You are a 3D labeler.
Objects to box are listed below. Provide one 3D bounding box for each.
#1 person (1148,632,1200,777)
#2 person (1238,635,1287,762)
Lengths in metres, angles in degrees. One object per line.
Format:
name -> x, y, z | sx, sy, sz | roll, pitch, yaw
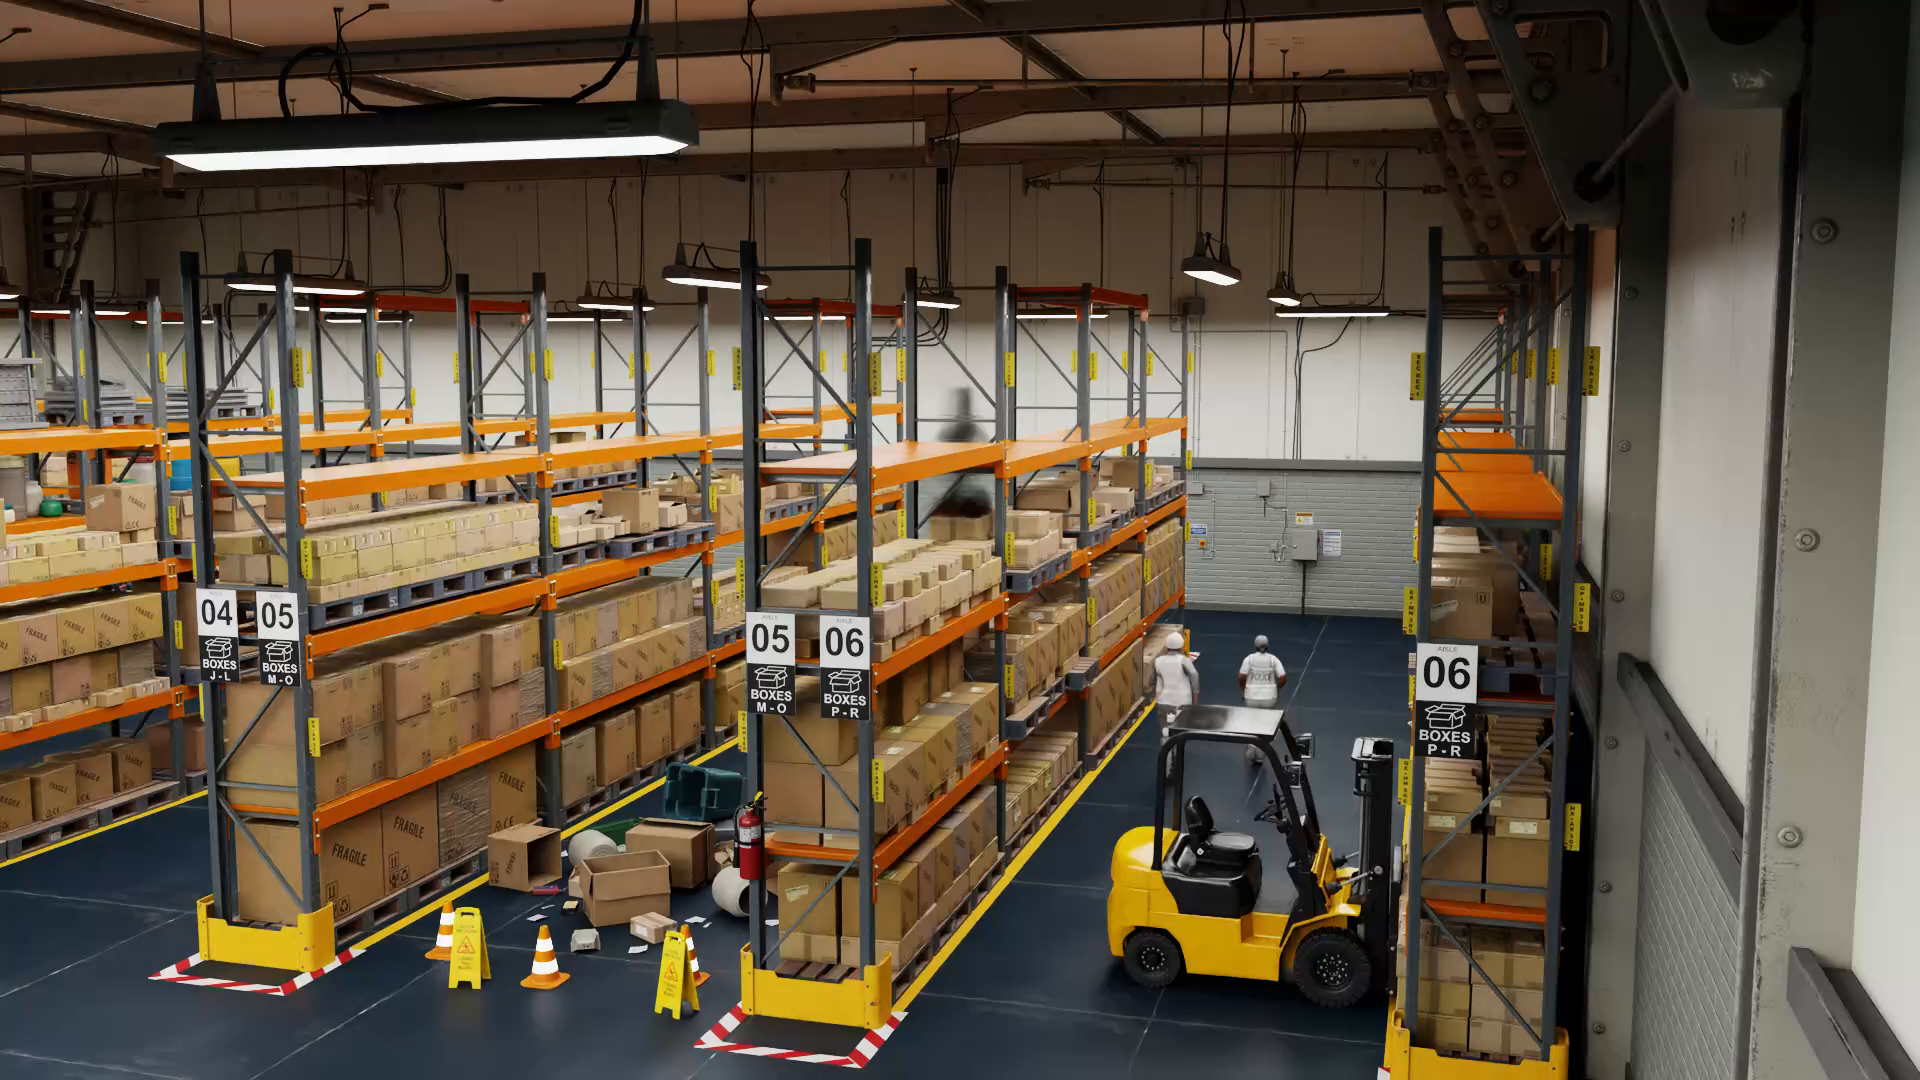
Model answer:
person -> 2.608, 2.028, 20.274 | 0.680, 1.794, 0.831 | 2, 7, 19
person -> 3.808, 2.017, 21.010 | 0.612, 1.632, 0.554 | 0, 6, 4
